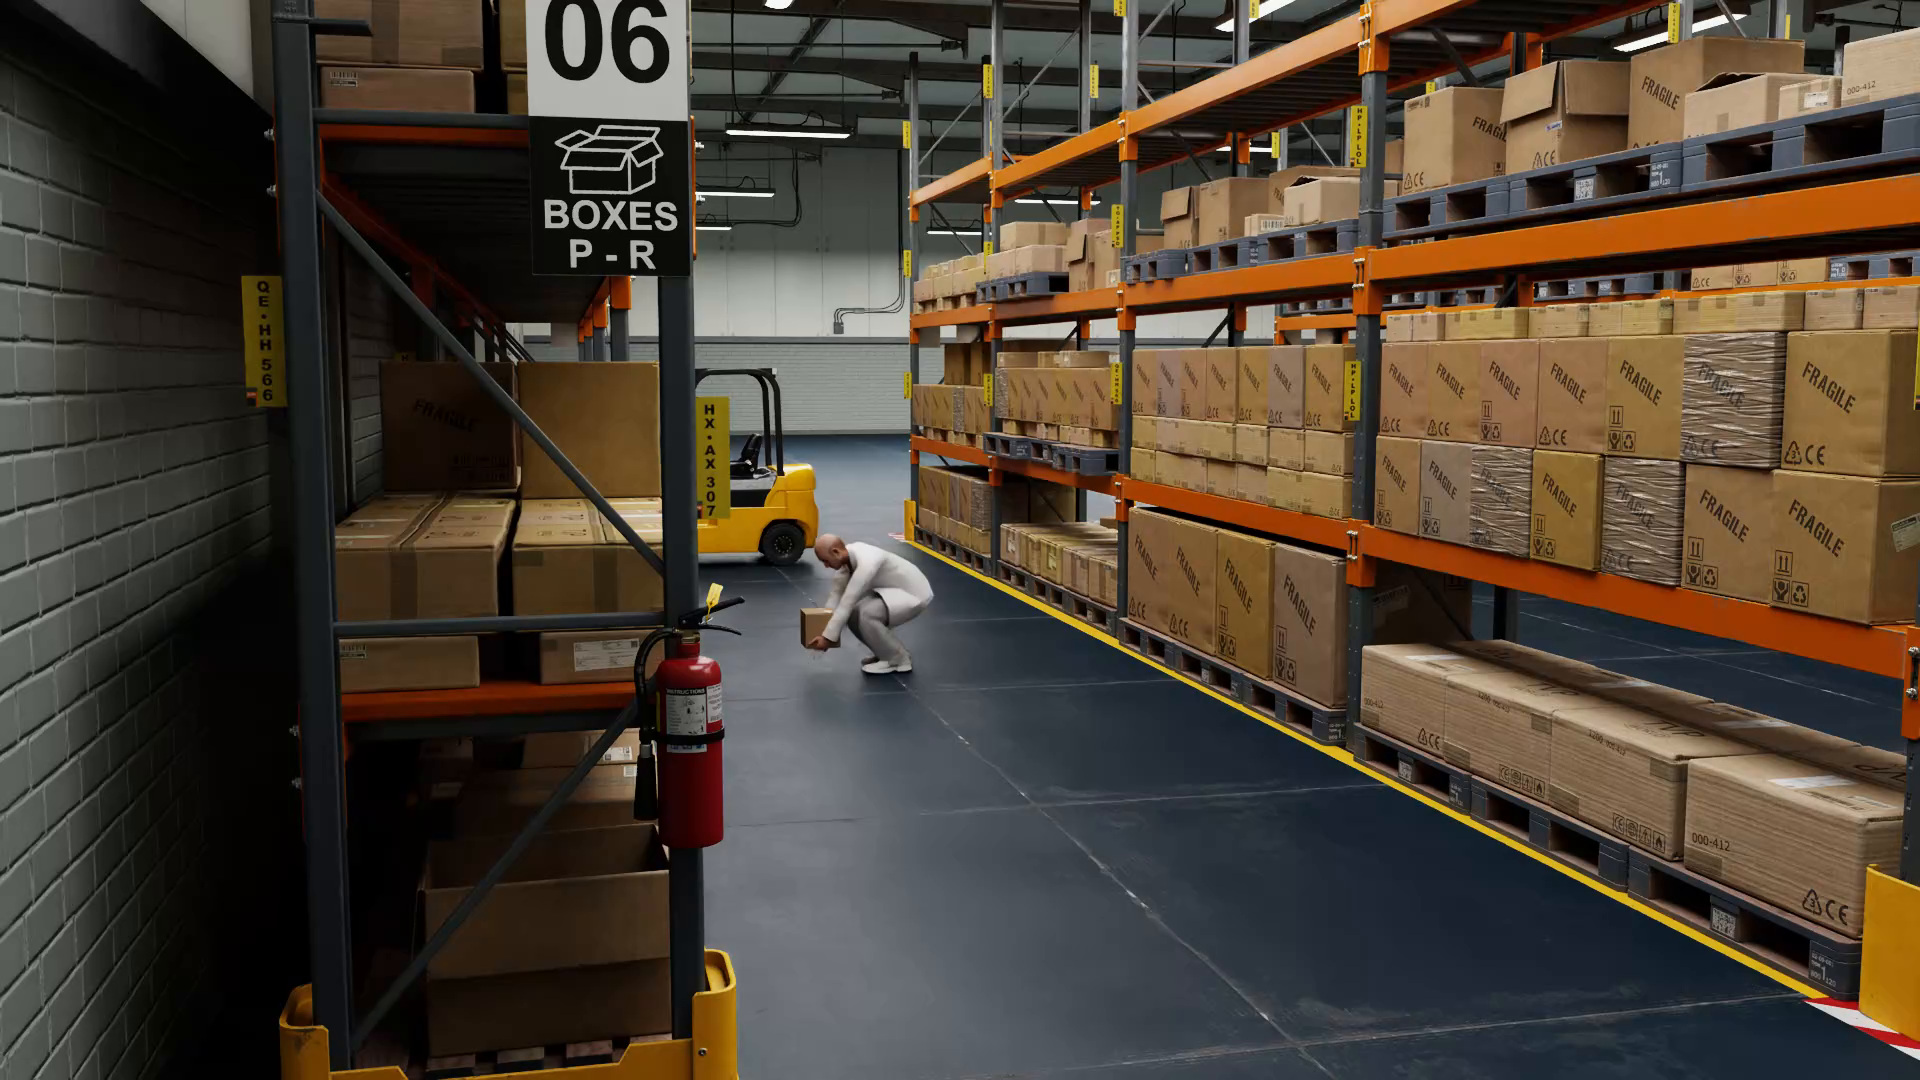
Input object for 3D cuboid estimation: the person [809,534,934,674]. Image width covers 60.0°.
[{"bbox_3d":[-0.650,0.480,11.896,0.930,0.930,0.568,-2,6,-15],"label":"person"}]
